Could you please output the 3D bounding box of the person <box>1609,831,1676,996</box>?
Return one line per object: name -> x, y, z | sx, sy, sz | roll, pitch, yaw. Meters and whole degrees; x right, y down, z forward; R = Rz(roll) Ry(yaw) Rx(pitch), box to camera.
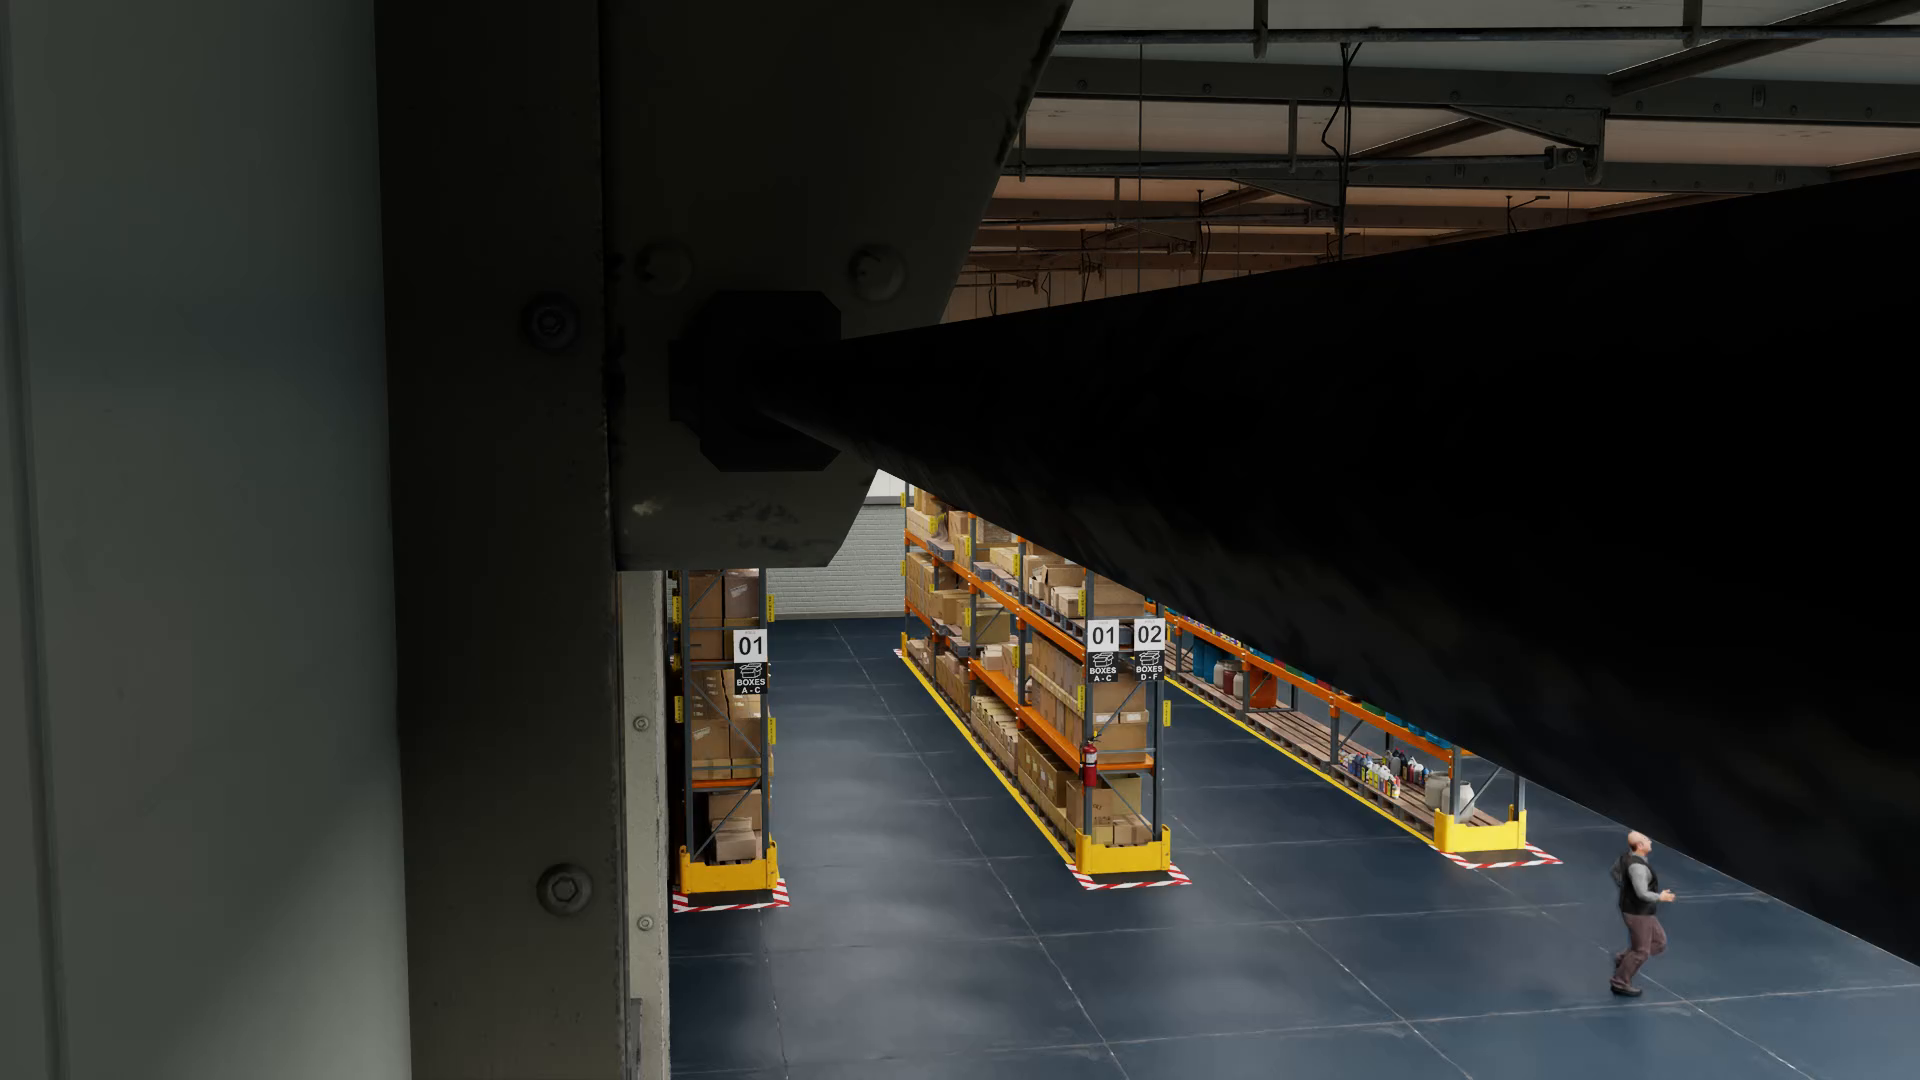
person -> 6.886, 3.752, 16.764 | 0.592, 1.681, 0.633 | 2, 6, 14
